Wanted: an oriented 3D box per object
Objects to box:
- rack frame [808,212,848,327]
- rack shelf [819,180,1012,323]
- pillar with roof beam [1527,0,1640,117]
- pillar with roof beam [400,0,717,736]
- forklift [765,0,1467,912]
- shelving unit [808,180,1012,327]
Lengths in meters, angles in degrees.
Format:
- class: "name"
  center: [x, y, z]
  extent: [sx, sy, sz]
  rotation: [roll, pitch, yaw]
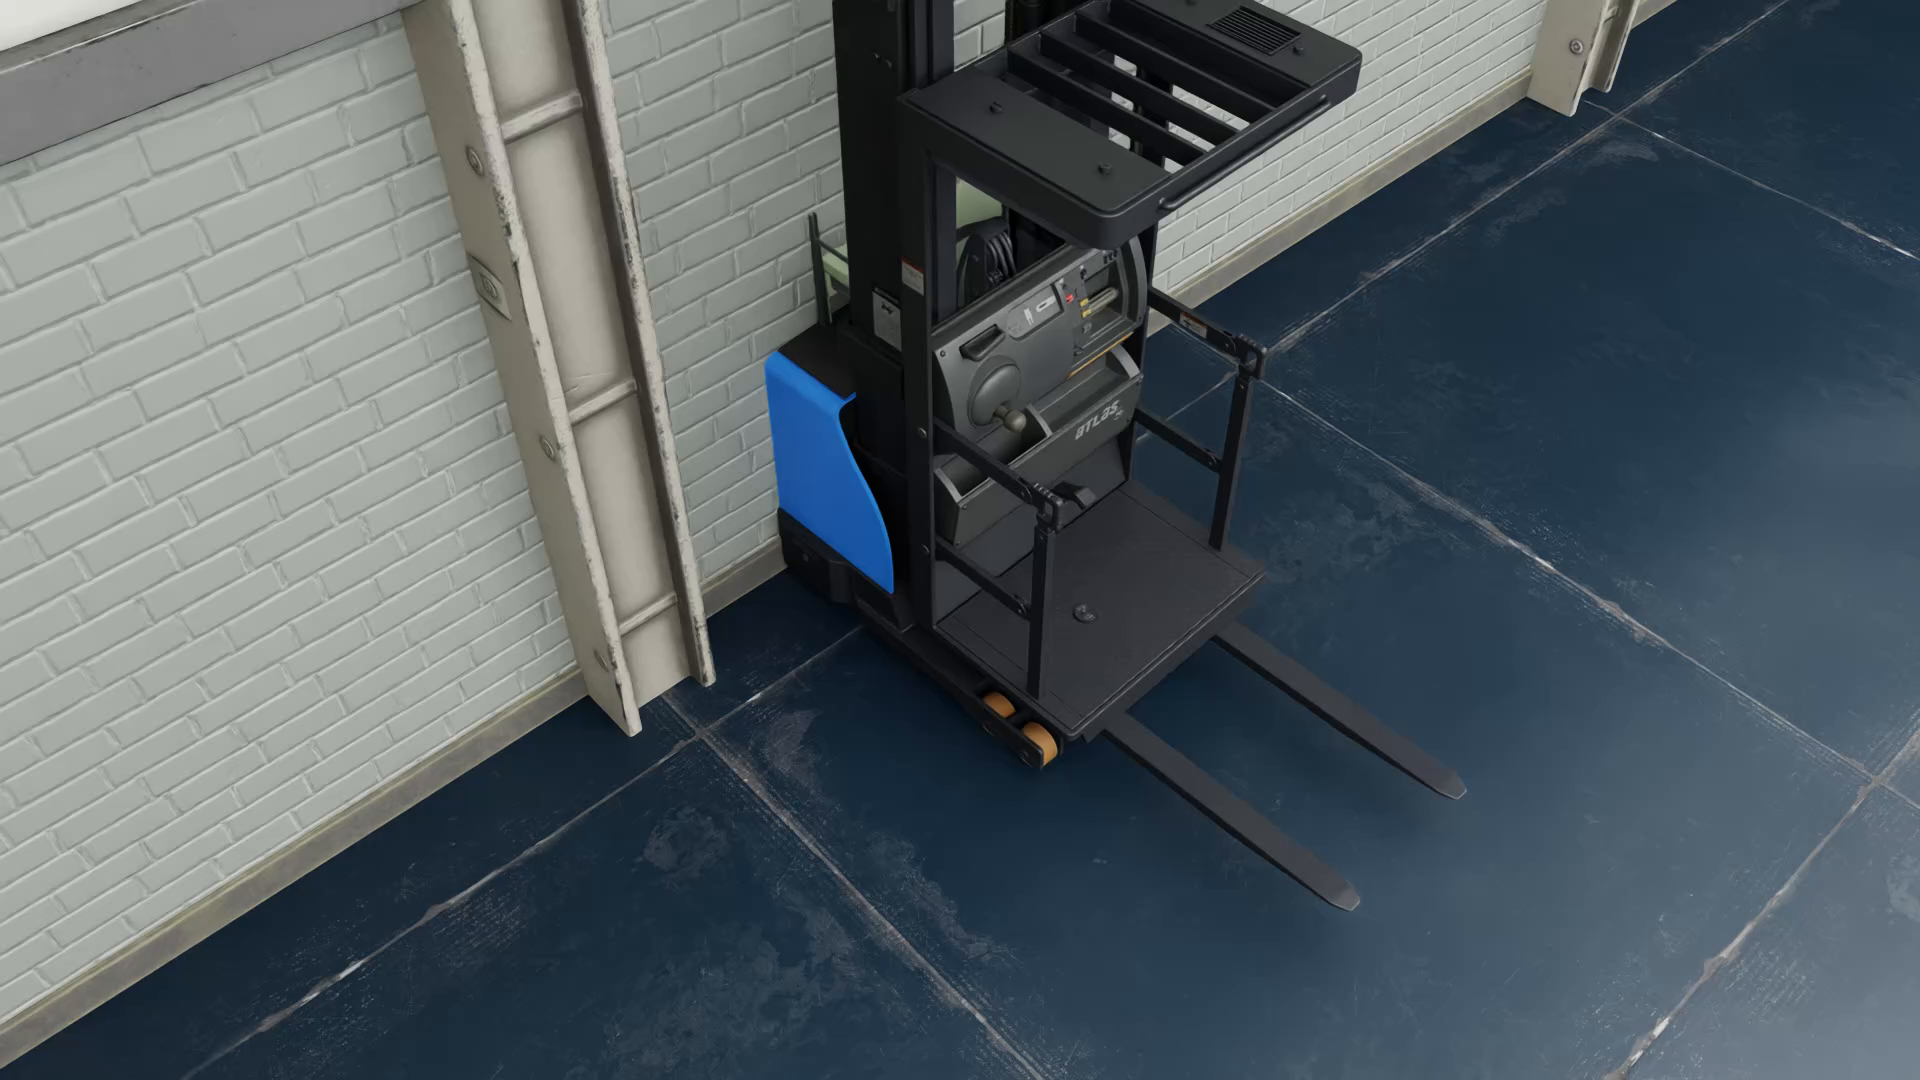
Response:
- class: "rack frame"
  center: [-0.353, -0.491, 6.074]
  extent: [0.023, 1.500, 0.400]
  rotation: [-34, 53, -26]
- class: "rack shelf"
  center: [-0.096, -0.945, 5.957]
  extent: [0.720, 0.370, 0.431]
  rotation: [-34, 53, -26]
- class: "pillar with roof beam"
  center: [6.172, -3.136, 3.521]
  extent: [0.400, 9.000, 9.100]
  rotation: [-34, 56, -27]
- class: "pillar with roof beam"
  center: [1.733, -0.170, 0.784]
  extent: [0.400, 9.000, 9.100]
  rotation: [-34, 56, -27]
- class: "forklift"
  center: [0.427, -0.610, 5.319]
  extent: [1.130, 2.935, 3.031]
  rotation: [-36, 57, -29]
- class: "shelving unit"
  center: [-0.081, -0.674, 6.237]
  extent: [0.755, 1.500, 0.431]
  rotation: [-34, 53, -26]
